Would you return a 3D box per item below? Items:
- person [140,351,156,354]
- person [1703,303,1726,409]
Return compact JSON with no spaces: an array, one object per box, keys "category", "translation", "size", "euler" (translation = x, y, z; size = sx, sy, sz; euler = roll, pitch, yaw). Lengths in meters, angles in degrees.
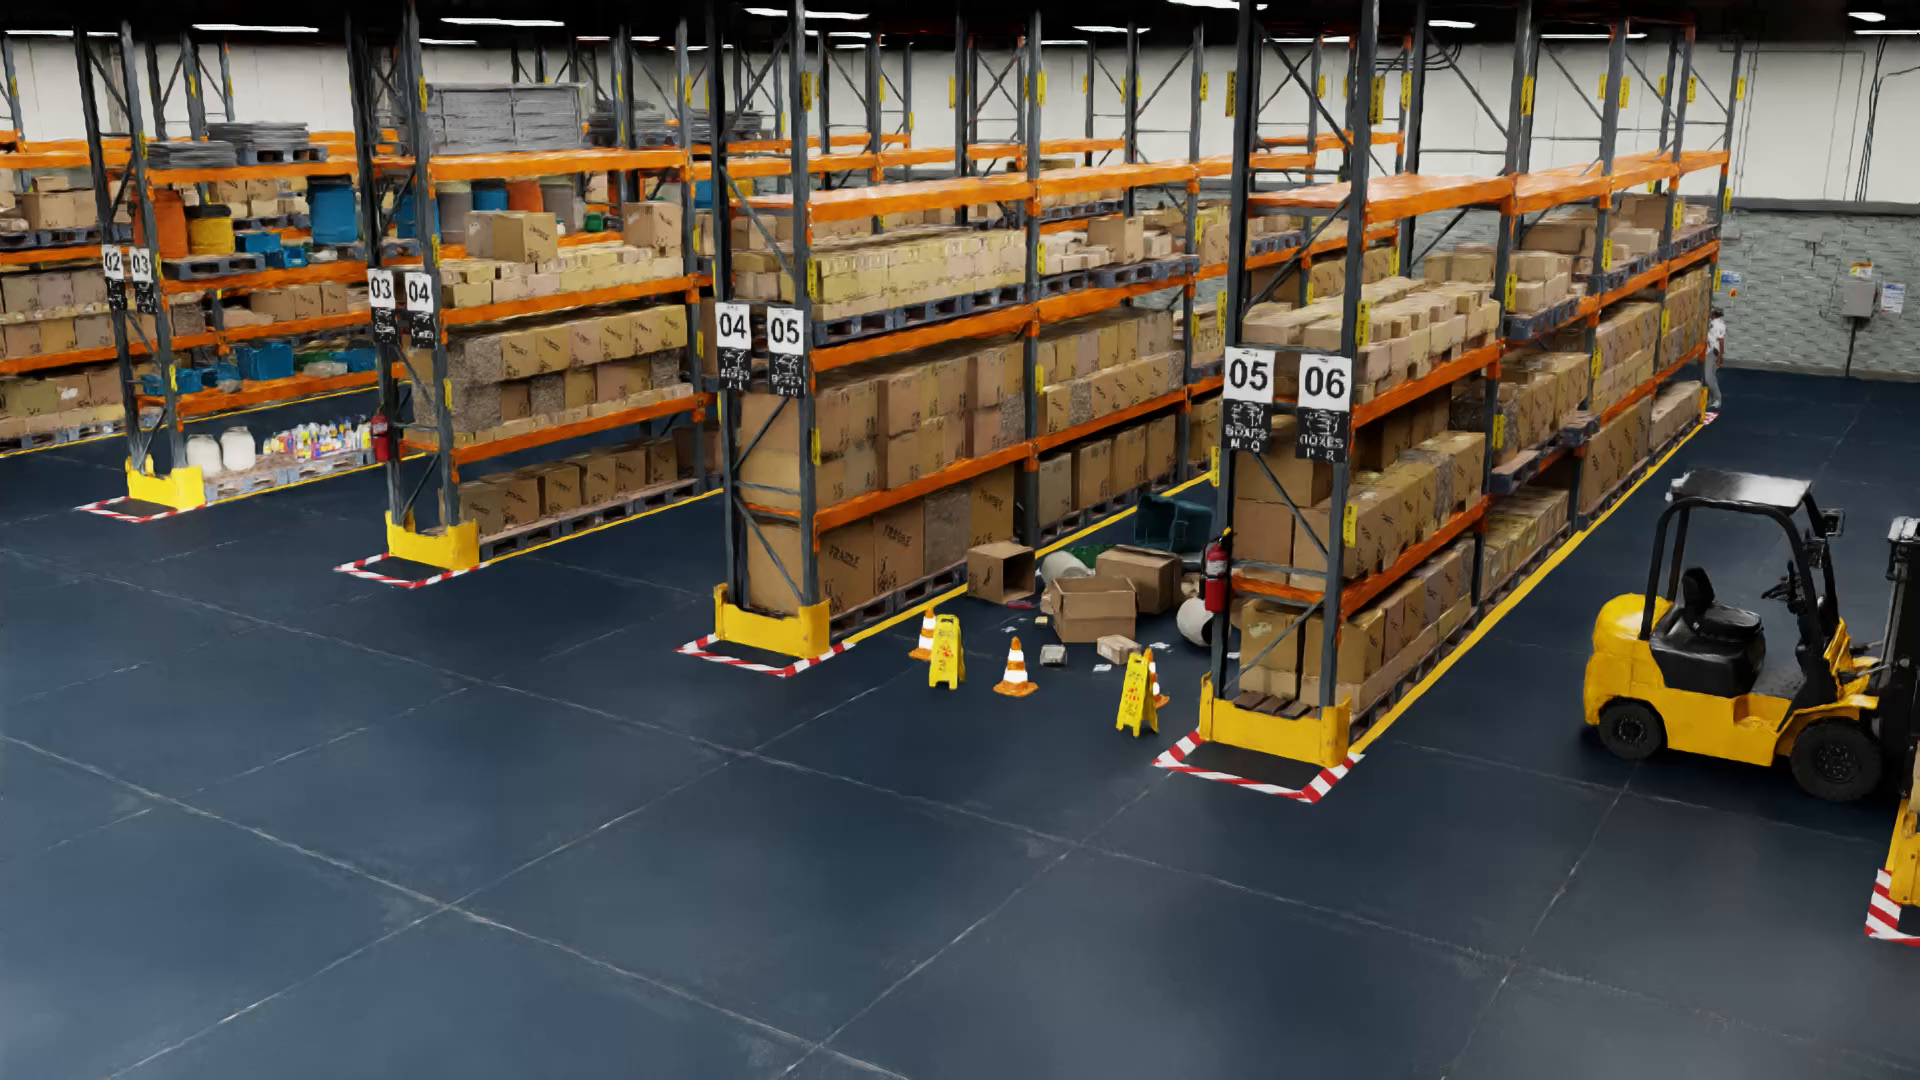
[{"category":"person","translation":[-13.652,-3.356,28.018],"size":[0.450,1.727,0.584],"euler":[1,16,3]},{"category":"person","translation":[12.112,-2.964,26.724],"size":[0.389,1.671,0.562],"euler":[1,16,2]}]
